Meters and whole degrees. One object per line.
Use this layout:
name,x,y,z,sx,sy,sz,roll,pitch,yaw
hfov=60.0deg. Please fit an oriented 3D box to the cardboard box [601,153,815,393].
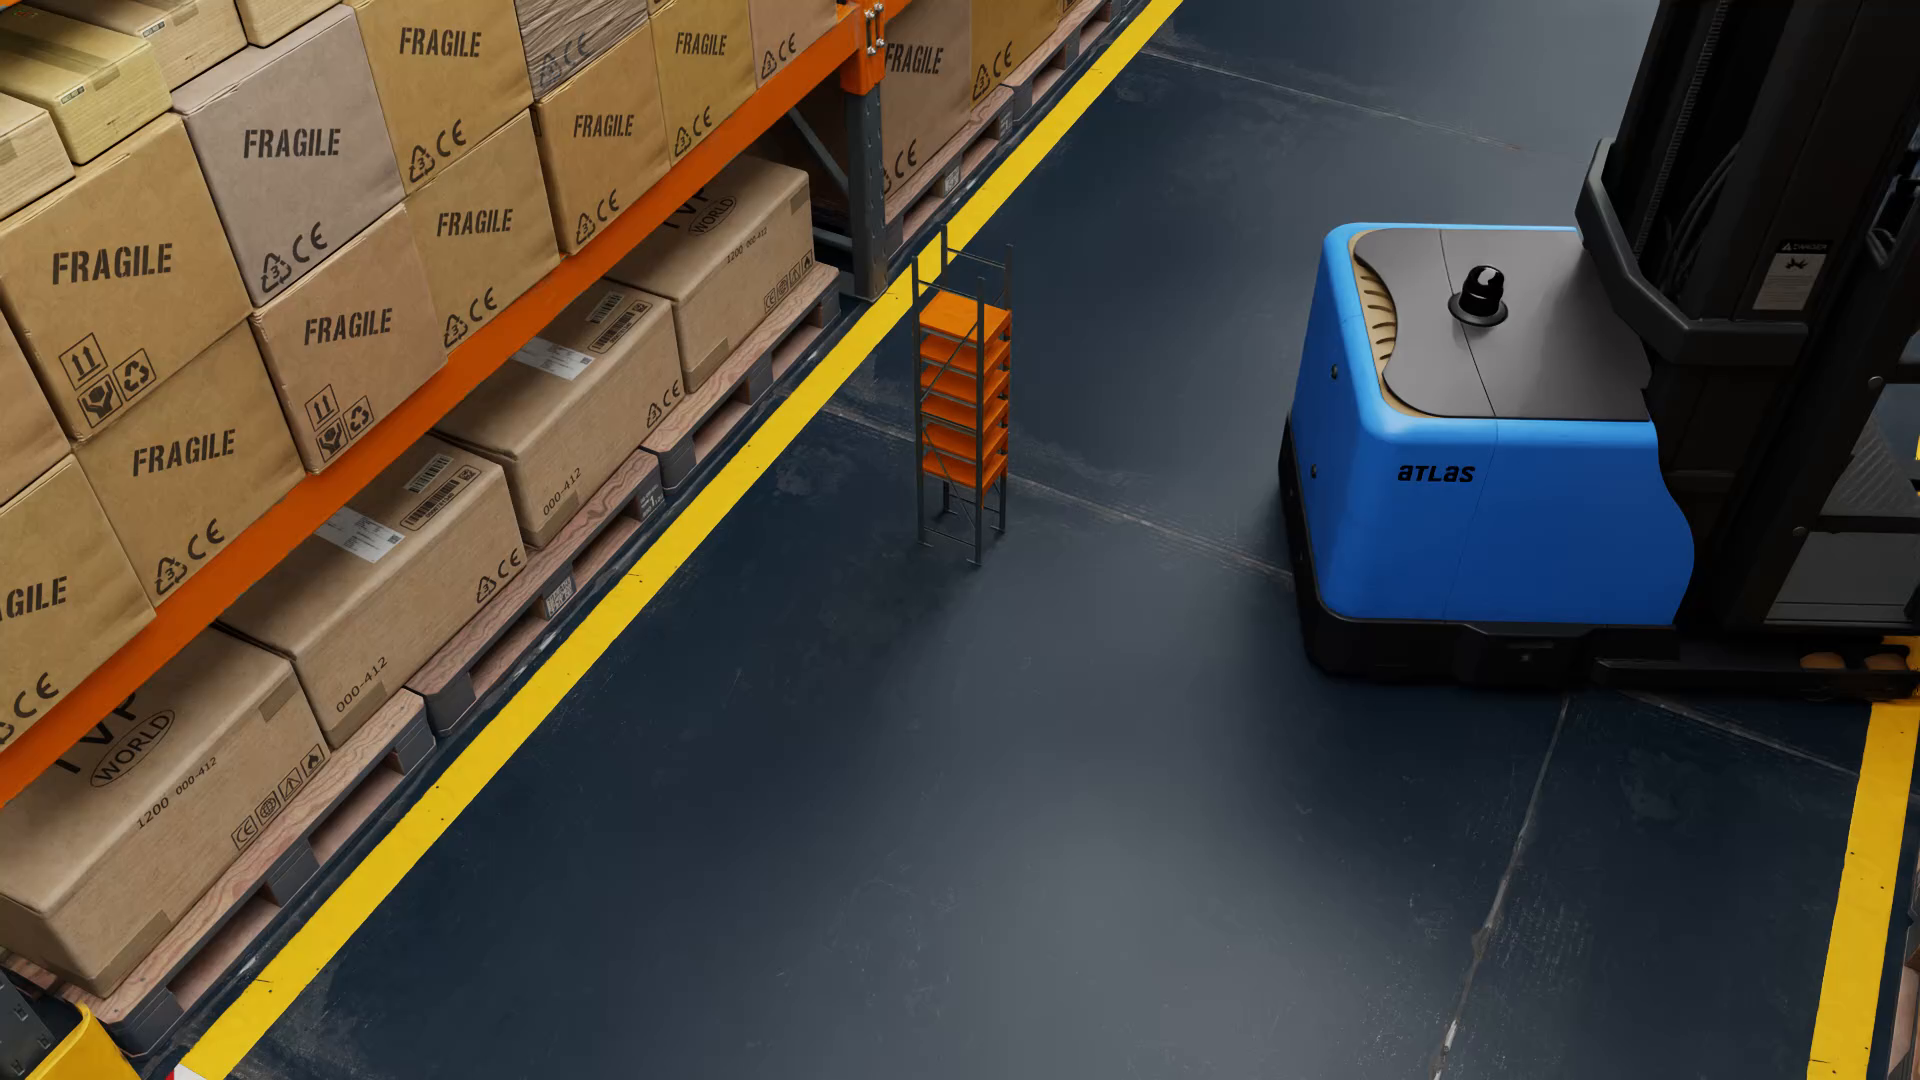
cardboard box,-1.148,-1.088,6.223,0.875,0.438,0.875,20,49,19

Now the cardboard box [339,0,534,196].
cardboard box,-1.447,-1.246,4.099,0.500,0.500,0.500,21,49,19

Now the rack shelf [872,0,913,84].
rack shelf,0.167,-3.209,7.318,1.077,0.370,4.000,20,49,19

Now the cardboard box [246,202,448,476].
cardboard box,-1.679,-0.567,4.131,0.500,0.500,0.500,20,49,19

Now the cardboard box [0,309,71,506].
cardboard box,-2.143,-0.277,3.141,0.500,0.500,0.500,19,48,18

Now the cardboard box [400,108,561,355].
cardboard box,-1.461,-0.888,4.448,0.500,0.500,0.500,22,49,20

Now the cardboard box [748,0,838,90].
cardboard box,-0.750,-1.860,5.409,0.500,0.500,0.500,21,49,19

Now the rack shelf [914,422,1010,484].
rack shelf,0.007,-0.315,5.449,0.258,0.103,0.180,20,49,19

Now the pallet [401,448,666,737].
pallet,-1.749,0.003,5.598,1.003,0.211,1.213,20,49,19

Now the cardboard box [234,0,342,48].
cardboard box,-1.593,-1.241,3.638,0.380,0.149,0.250,21,49,19

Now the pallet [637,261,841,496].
pallet,-1.184,-0.768,6.361,1.003,0.211,1.213,20,49,19

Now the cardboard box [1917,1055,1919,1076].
cardboard box,2.512,1.216,3.939,0.380,0.149,0.250,21,49,19

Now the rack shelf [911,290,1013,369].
rack shelf,0.007,-0.653,5.108,0.258,0.103,0.180,20,49,19

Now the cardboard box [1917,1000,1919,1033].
cardboard box,2.650,1.178,4.186,0.380,0.149,0.250,19,48,18

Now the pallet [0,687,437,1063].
pallet,-2.317,0.769,4.842,1.003,0.211,1.213,20,49,19

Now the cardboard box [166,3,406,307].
cardboard box,-1.678,-0.931,3.788,0.500,0.500,0.500,20,49,19

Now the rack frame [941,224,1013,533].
rack frame,0.049,-0.489,5.389,0.240,1.200,0.006,20,49,19

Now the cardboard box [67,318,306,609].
cardboard box,-1.931,-0.252,3.820,0.500,0.500,0.500,20,49,19

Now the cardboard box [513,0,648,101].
cardboard box,-1.207,-1.559,4.408,0.500,0.500,0.500,21,49,20

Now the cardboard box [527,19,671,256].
cardboard box,-1.205,-1.213,4.769,0.500,0.500,0.500,20,49,18

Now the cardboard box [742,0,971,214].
cardboard box,-0.545,-2.019,6.835,0.875,0.875,0.875,22,49,20

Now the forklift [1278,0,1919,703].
forklift,2.630,-0.905,4.584,3.031,2.935,1.130,1,45,1

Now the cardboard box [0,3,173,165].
cardboard box,-1.821,-0.915,3.316,0.380,0.149,0.250,19,48,18

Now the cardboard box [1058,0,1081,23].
cardboard box,0.283,-3.154,7.957,0.875,0.875,0.875,21,49,20

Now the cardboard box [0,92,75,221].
cardboard box,-1.928,-0.743,3.146,0.380,0.149,0.250,22,49,20

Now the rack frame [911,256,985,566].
rack frame,-0.036,-0.373,5.275,0.240,1.200,0.006,20,49,19

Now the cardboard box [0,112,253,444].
cardboard box,-1.910,-0.604,3.465,0.500,0.500,0.500,19,48,18

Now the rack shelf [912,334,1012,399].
rack shelf,0.007,-0.568,5.193,0.258,0.103,0.180,20,49,19

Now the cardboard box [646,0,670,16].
cardboard box,-0.979,-1.883,4.728,0.500,0.500,0.500,20,49,18

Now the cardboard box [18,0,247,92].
cardboard box,-1.746,-1.098,3.496,0.380,0.149,0.250,21,49,19

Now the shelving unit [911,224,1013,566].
shelving unit,0.007,-0.431,5.332,0.258,1.200,0.189,20,49,19

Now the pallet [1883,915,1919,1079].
pallet,2.824,1.556,4.064,1.003,0.211,1.213,20,49,19

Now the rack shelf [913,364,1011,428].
rack shelf,0.007,-0.484,5.279,0.258,0.103,0.180,20,49,19

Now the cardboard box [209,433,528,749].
cardboard box,-1.983,0.043,5.104,0.875,0.438,0.875,22,49,20

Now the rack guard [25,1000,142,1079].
rack guard,-2.630,1.212,4.200,1.175,0.500,0.348,20,49,19

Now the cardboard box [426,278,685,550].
cardboard box,-1.563,-0.524,5.665,0.875,0.438,0.875,19,48,18

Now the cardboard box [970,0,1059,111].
cardboard box,-0.132,-2.591,7.400,0.875,0.875,0.875,22,49,20

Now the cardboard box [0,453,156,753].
cardboard box,-2.141,0.076,3.496,0.500,0.500,0.500,20,49,19

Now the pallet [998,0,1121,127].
pallet,0.095,-2.504,8.076,1.003,0.211,1.213,20,49,19

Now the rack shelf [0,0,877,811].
rack shelf,-1.690,-0.689,4.827,1.077,0.370,4.000,20,49,19

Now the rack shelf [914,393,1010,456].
rack shelf,0.007,-0.400,5.364,0.258,0.103,0.180,20,49,19

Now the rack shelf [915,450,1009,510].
rack shelf,0.007,-0.231,5.535,0.258,0.103,0.180,20,49,19

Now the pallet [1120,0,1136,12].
pallet,0.663,-3.269,8.833,1.003,0.211,1.213,20,49,19

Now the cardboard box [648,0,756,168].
cardboard box,-0.984,-1.534,5.087,0.500,0.500,0.500,19,48,18

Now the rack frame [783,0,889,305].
rack frame,-0.762,-2.201,5.817,1.000,3.000,0.127,20,49,19

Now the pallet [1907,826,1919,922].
pallet,3.389,0.784,4.827,1.003,0.211,1.213,20,49,19

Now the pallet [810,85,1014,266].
pallet,-0.470,-1.732,7.314,1.003,0.211,1.213,20,49,19

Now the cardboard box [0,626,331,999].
cardboard box,-2.401,0.623,4.532,0.875,0.438,0.875,19,48,18
